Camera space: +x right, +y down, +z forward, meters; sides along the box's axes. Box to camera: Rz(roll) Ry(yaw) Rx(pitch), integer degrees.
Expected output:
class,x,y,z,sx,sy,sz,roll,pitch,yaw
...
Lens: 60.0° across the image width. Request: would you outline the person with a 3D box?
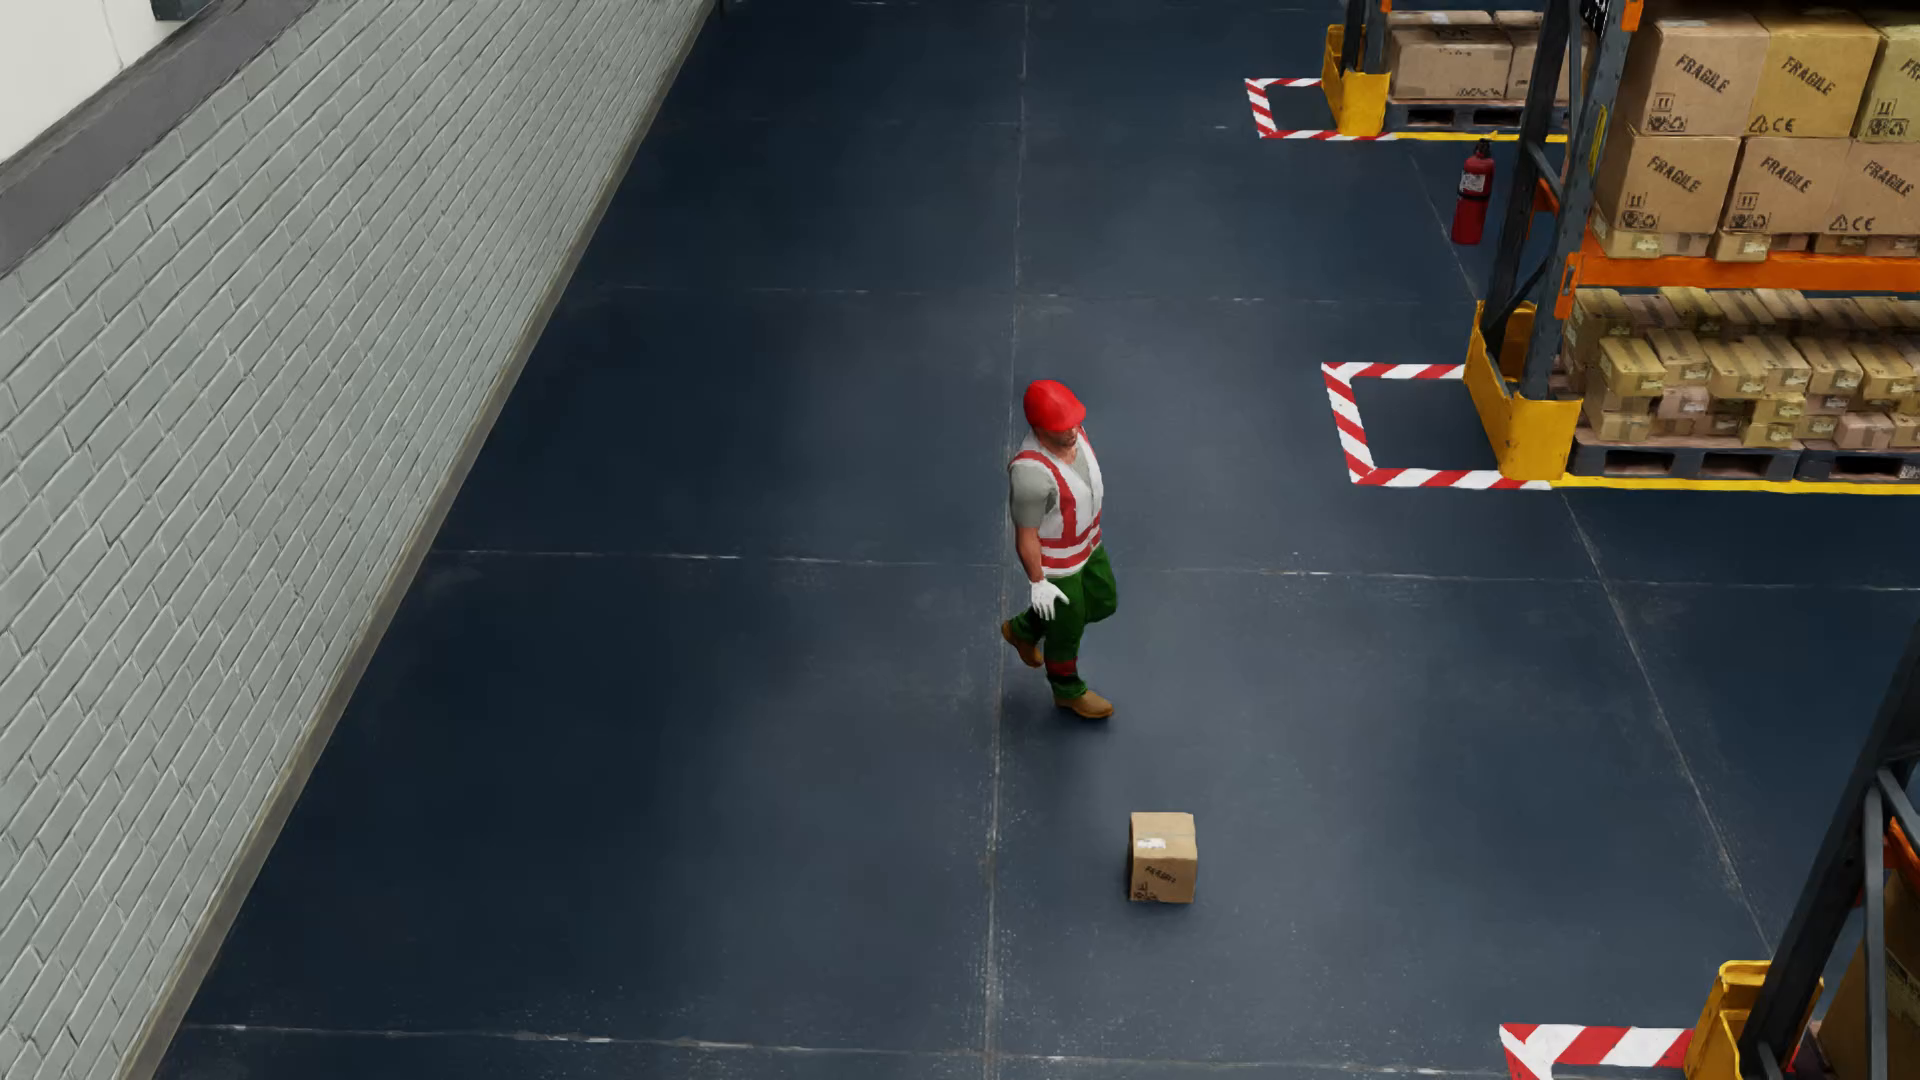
class,x,y,z,sx,sy,sz,roll,pitch,yaw
person,0.387,0.050,7.014,0.593,1.765,0.592,17,39,22
